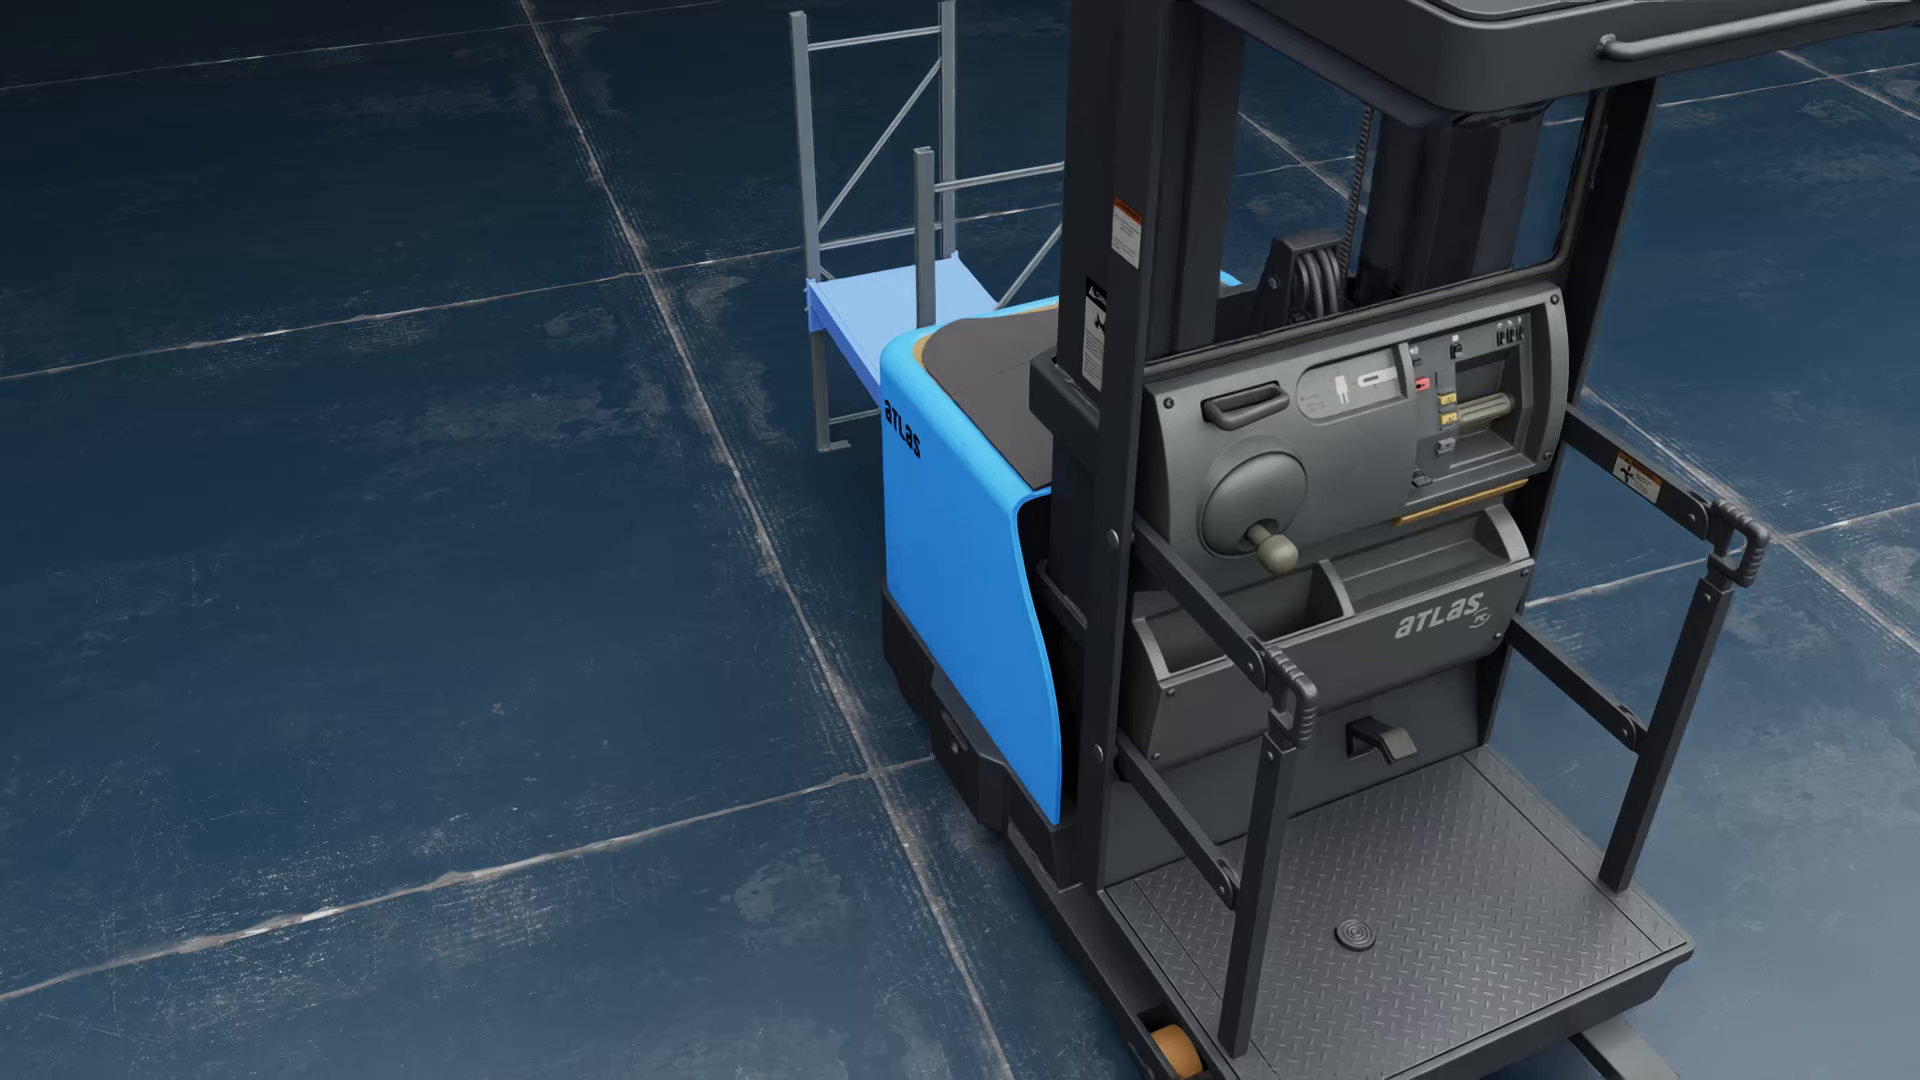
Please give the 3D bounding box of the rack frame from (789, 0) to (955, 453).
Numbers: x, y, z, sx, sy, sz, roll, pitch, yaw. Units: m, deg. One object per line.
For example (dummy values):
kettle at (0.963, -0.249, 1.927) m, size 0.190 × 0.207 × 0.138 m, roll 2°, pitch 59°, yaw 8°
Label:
rack frame at (-0.253, -0.959, 5.277) m, size 0.500 × 1.500 × 0.032 m, roll -14°, pitch 39°, yaw -17°

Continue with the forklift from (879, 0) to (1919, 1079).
forklift at (0.873, -0.146, 3.007) m, size 1.130 × 2.935 × 3.031 m, roll -16°, pitch 40°, yaw -20°

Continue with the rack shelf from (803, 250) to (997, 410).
rack shelf at (-0.064, -0.531, 5.008) m, size 0.538 × 0.185 × 1.000 m, roll -14°, pitch 39°, yaw -17°

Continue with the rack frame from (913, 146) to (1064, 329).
rack frame at (0.125, -0.391, 4.523) m, size 0.500 × 1.500 × 0.032 m, roll -14°, pitch 39°, yaw -17°

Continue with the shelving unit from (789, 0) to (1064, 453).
shelving unit at (-0.064, -0.675, 4.900) m, size 0.538 × 1.500 × 1.048 m, roll -14°, pitch 39°, yaw -17°
